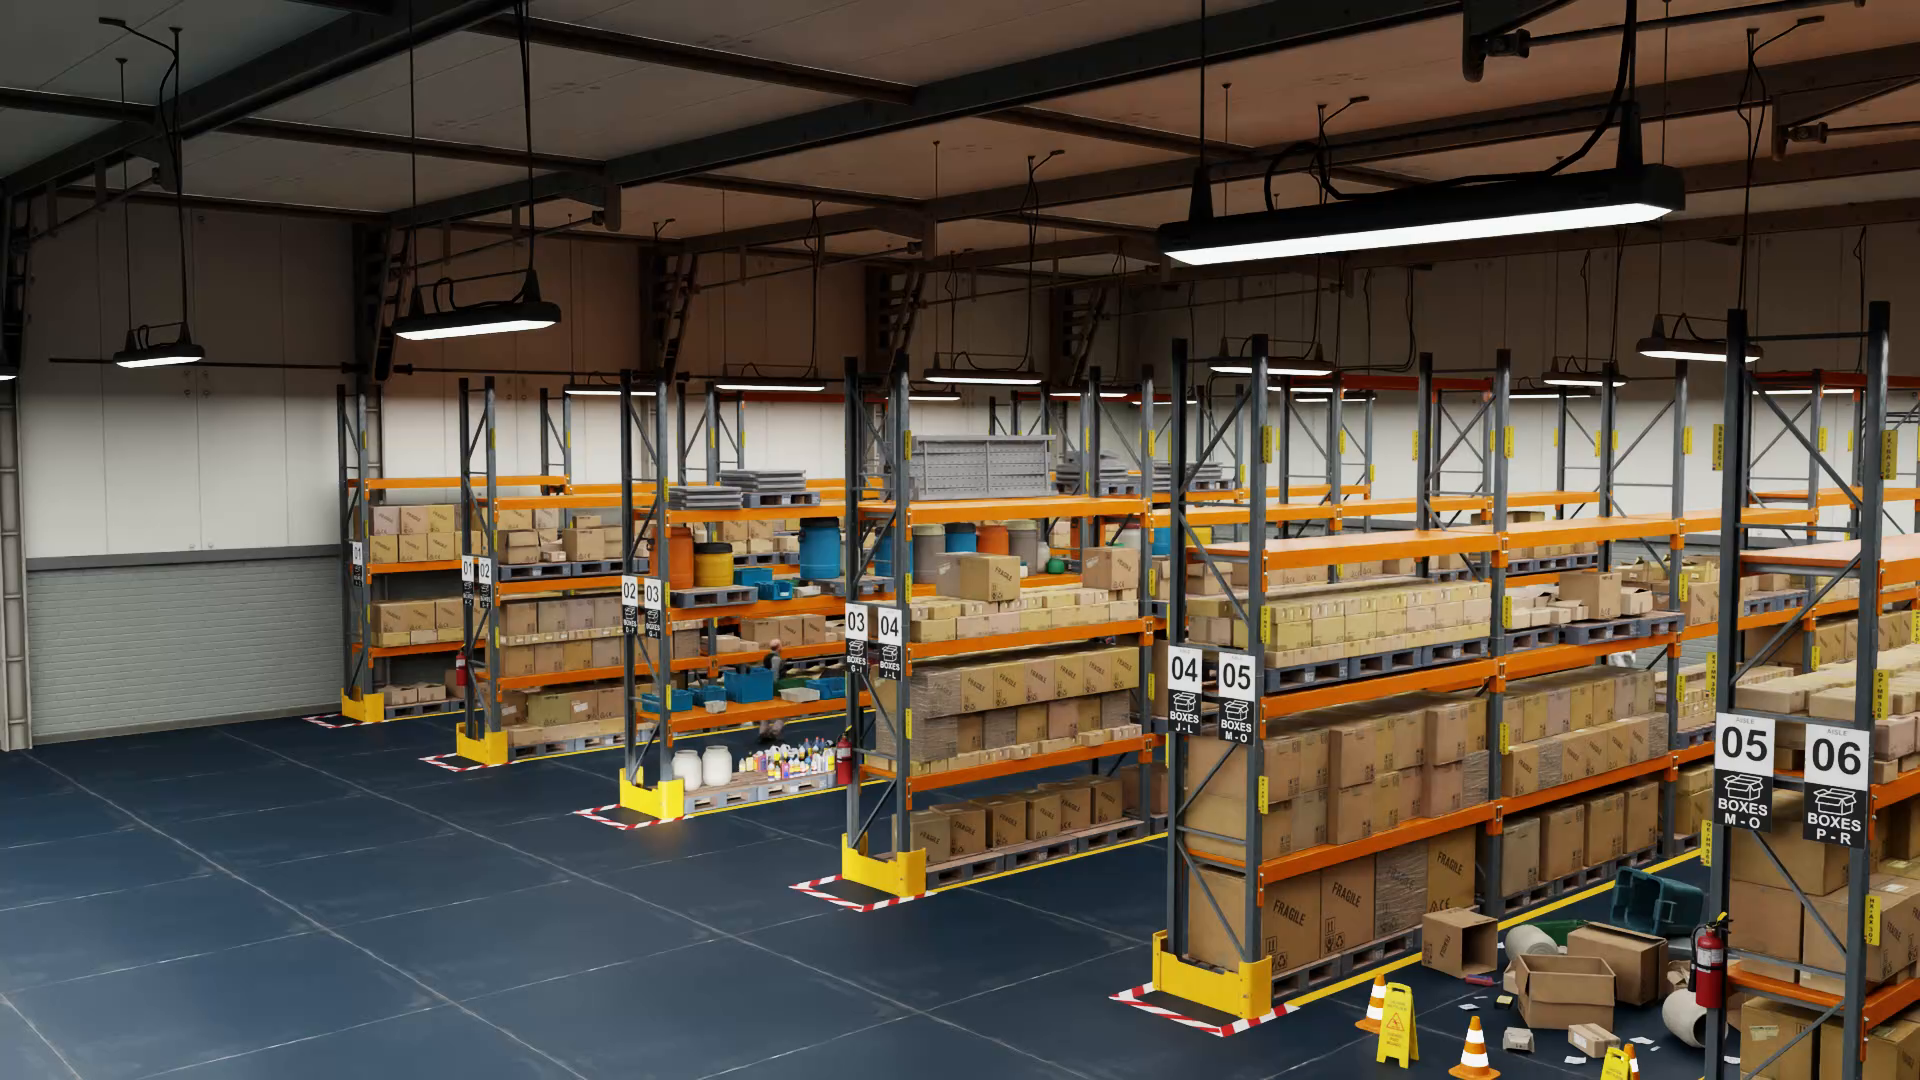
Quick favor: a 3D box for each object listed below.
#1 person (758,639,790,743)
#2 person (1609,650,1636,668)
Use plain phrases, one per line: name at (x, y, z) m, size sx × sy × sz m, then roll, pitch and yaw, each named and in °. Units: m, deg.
person at (-3.096, 2.491, 27.543) m, size 0.540 × 1.712 × 0.570 m, roll -2°, pitch 4°, yaw -29°
person at (12.866, 2.211, 32.322) m, size 0.543 × 1.672 × 1.094 m, roll -1°, pitch 4°, yaw -8°
